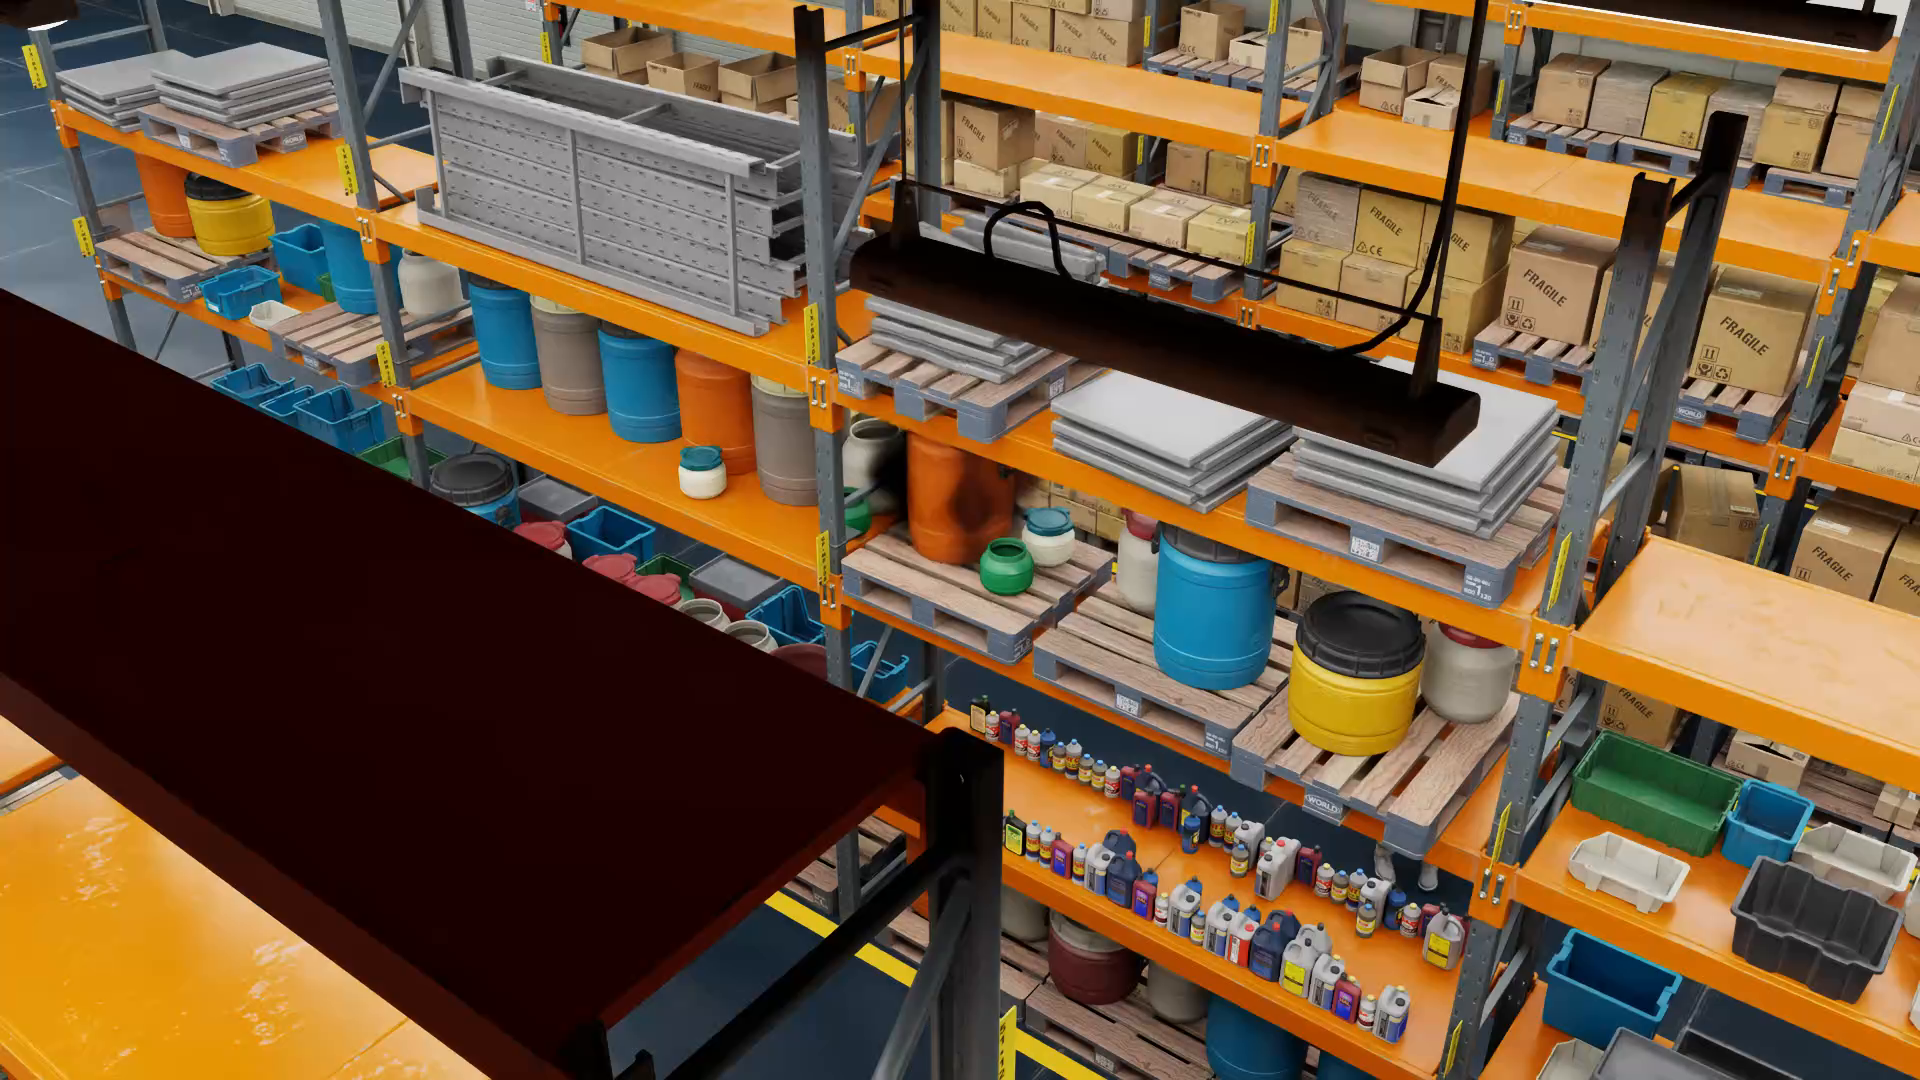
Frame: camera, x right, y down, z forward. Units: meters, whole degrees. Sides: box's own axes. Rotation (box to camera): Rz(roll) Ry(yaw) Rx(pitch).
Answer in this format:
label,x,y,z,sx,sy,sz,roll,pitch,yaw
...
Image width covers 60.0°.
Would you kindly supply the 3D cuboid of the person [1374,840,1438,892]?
label,x,y,z,sx,sy,sz,roll,pitch,yaw
person,3.073,1.547,11.059,0.604,1.728,0.442,16,35,24
